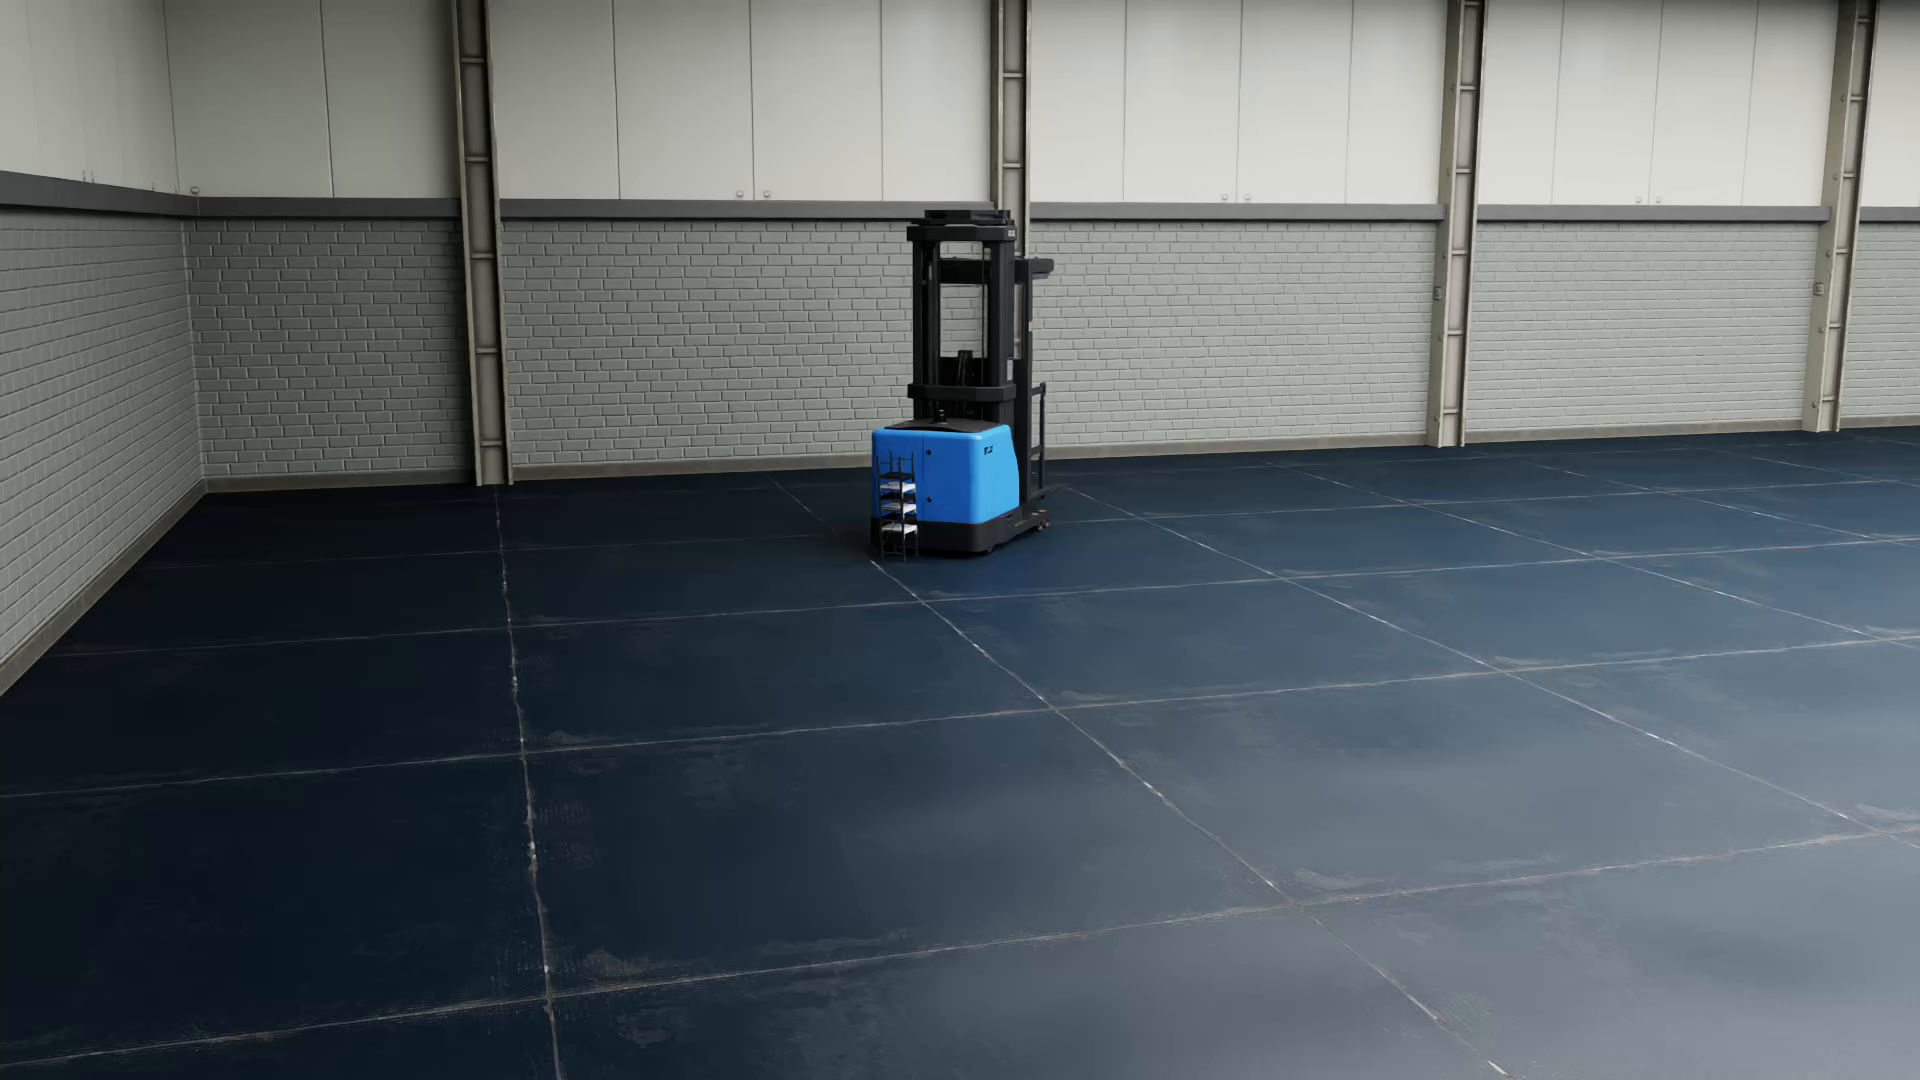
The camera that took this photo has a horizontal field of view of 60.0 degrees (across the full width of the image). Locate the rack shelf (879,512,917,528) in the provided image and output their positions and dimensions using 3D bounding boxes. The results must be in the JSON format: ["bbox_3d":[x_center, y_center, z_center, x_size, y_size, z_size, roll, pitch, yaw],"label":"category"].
[{"bbox_3d":[-0.527,-0.169,14.123,0.258,0.077,0.200,6,16,29],"label":"rack shelf"}]

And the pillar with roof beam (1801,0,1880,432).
[{"bbox_3d":[13.313,-5.220,18.548,0.400,9.000,9.100,-3,11,-16],"label":"pillar with roof beam"}]

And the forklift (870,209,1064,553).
[{"bbox_3d":[0.214,-1.554,15.394,1.130,2.935,3.031,4,11,20],"label":"forklift"}]

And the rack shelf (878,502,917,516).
[{"bbox_3d":[-0.530,-0.256,14.101,0.258,0.077,0.200,6,16,29],"label":"rack shelf"}]

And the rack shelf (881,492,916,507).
[{"bbox_3d":[-0.533,-0.344,14.080,0.258,0.077,0.200,6,16,29],"label":"rack shelf"}]

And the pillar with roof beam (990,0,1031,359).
[{"bbox_3d":[1.791,-4.613,15.250,0.400,9.000,9.100,-3,11,-16],"label":"pillar with roof beam"}]

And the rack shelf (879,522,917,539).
[{"bbox_3d":[-0.524,-0.082,14.144,0.258,0.077,0.200,6,16,29],"label":"rack shelf"}]

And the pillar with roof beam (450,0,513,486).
[{"bbox_3d":[-3.970,-4.309,13.601,0.400,9.000,9.100,-3,11,-16],"label":"pillar with roof beam"}]

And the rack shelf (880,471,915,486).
[{"bbox_3d":[-0.539,-0.518,14.037,0.258,0.077,0.200,6,16,29],"label":"rack shelf"}]

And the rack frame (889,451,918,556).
[{"bbox_3d":[-0.481,-0.311,14.179,0.240,0.900,0.006,6,16,29],"label":"rack frame"}]

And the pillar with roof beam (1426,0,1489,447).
[{"bbox_3d":[7.552,-4.917,16.899,0.400,9.000,9.100,-3,11,-16],"label":"pillar with roof beam"}]

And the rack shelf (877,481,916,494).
[{"bbox_3d":[-0.536,-0.431,14.058,0.258,0.077,0.200,6,16,29],"label":"rack shelf"}]

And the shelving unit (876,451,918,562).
[{"bbox_3d":[-0.531,-0.289,14.093,0.258,0.900,0.210,6,16,29],"label":"shelving unit"}]

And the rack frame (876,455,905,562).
[{"bbox_3d":[-0.582,-0.266,14.008,0.240,0.900,0.006,6,16,29],"label":"rack frame"}]
